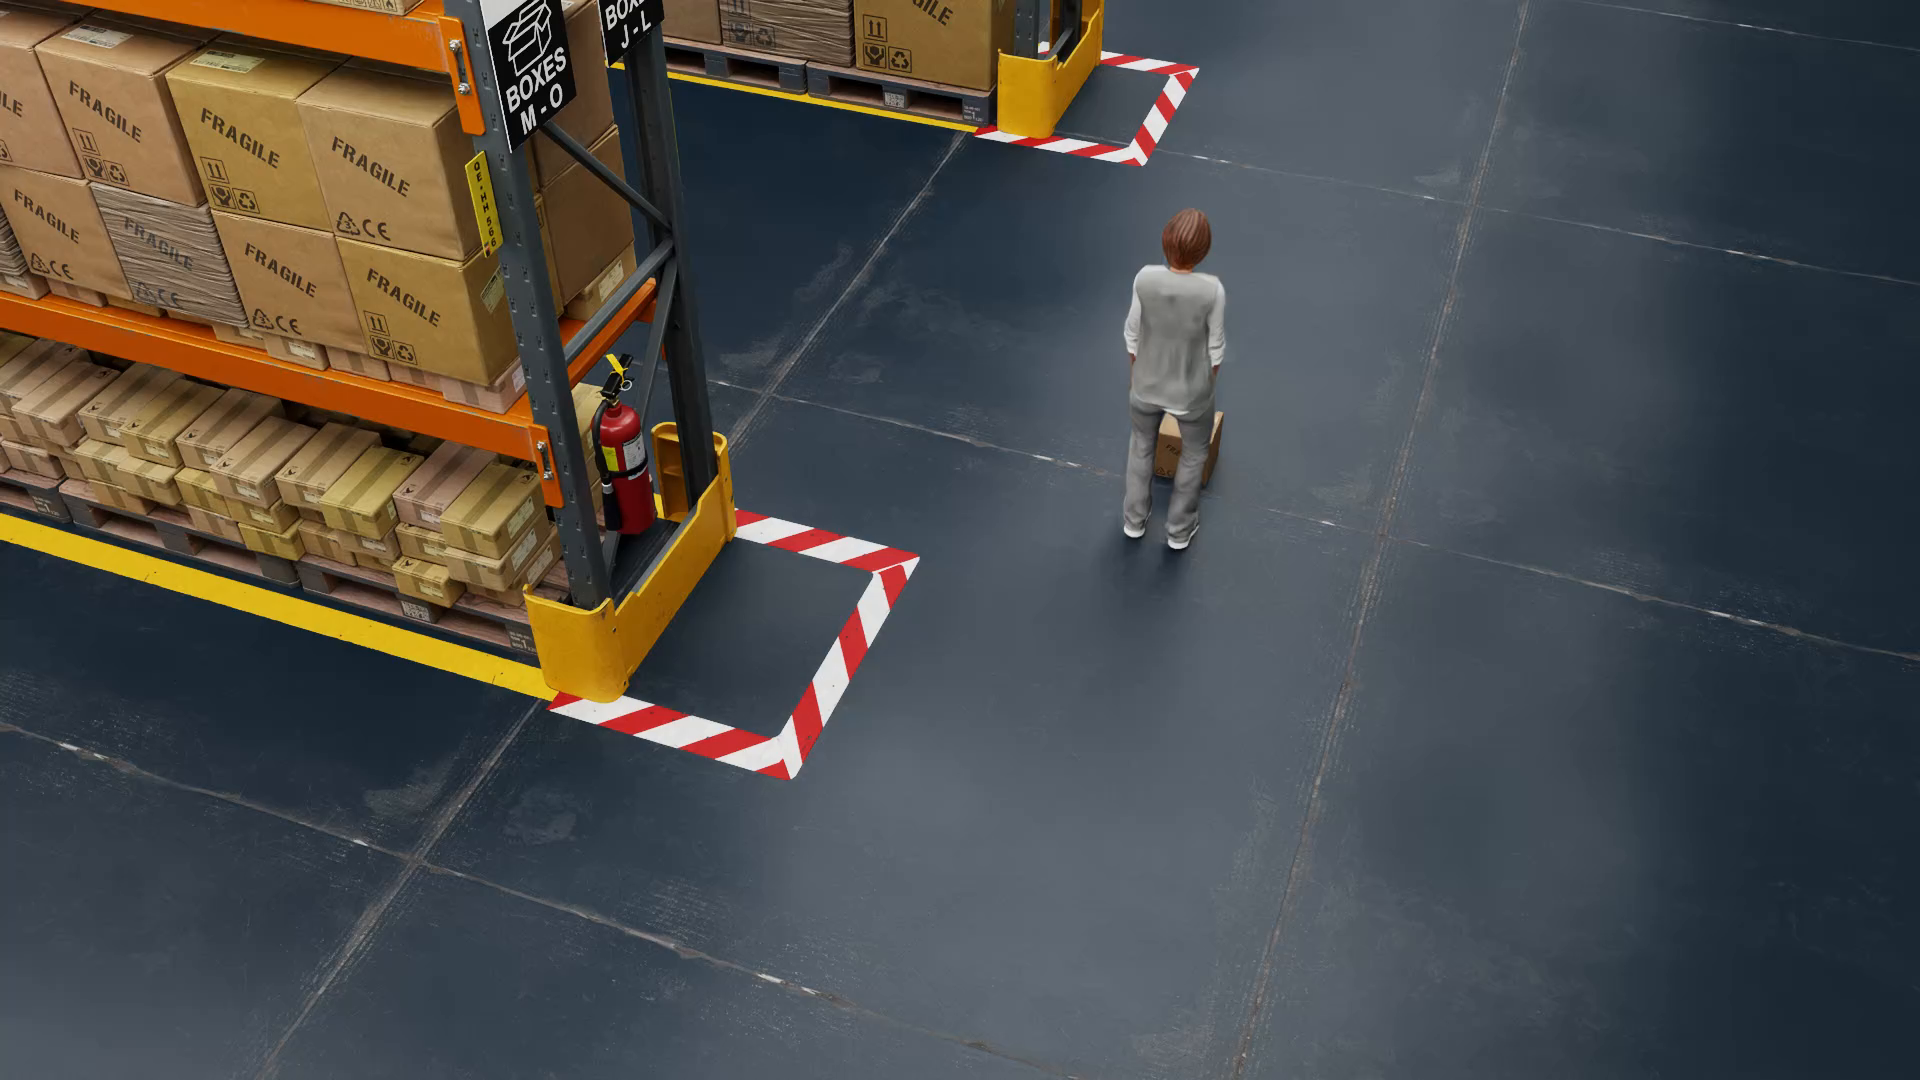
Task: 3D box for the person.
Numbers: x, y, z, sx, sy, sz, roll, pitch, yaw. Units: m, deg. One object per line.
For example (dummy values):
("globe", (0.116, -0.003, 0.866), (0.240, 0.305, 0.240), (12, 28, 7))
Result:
("person", (0.866, -0.630, 6.913), (0.426, 1.542, 0.383), (15, 44, 16))
